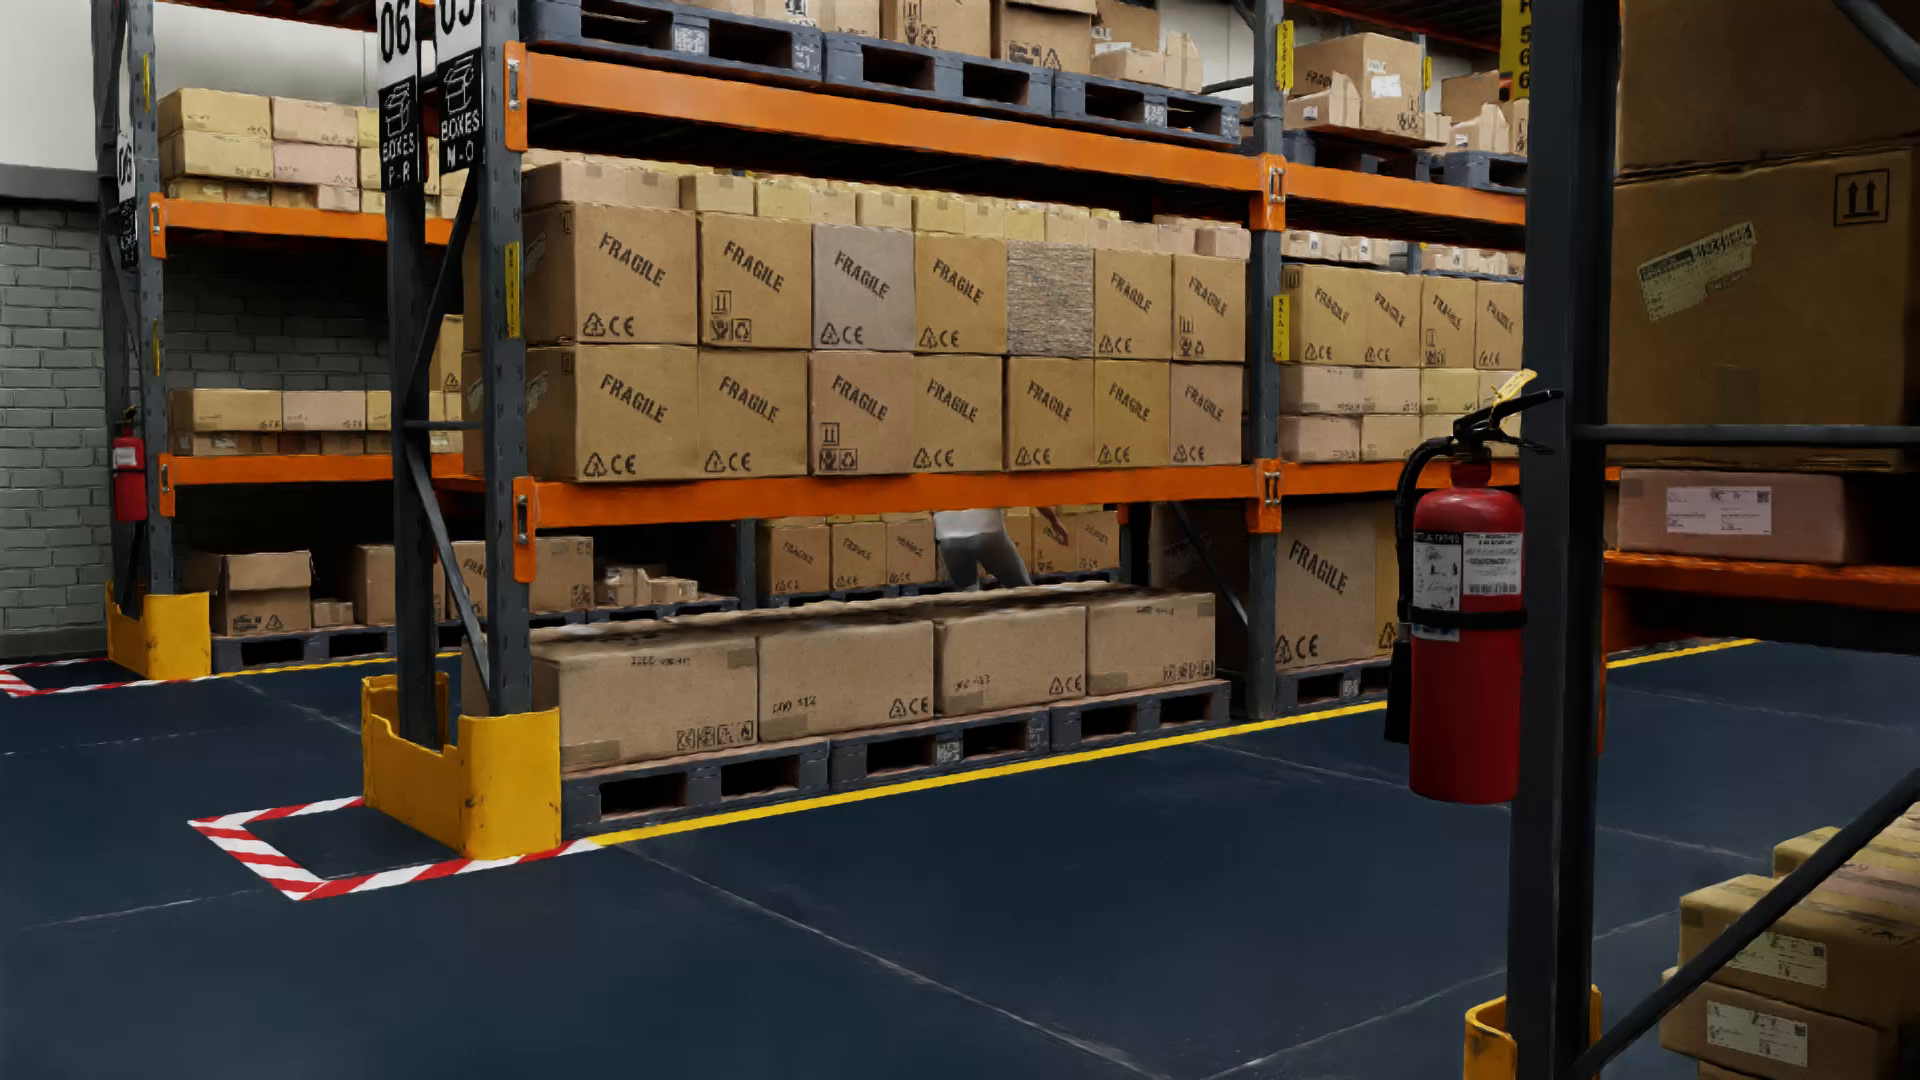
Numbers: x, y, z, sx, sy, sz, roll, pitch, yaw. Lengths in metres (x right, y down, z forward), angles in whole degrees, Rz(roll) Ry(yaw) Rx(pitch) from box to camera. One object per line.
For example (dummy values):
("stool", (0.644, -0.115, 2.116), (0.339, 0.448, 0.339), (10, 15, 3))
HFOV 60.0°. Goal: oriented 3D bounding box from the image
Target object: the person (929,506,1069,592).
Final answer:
("person", (0.181, -0.029, 10.245), (0.934, 1.717, 0.523), (1, 4, 19))
